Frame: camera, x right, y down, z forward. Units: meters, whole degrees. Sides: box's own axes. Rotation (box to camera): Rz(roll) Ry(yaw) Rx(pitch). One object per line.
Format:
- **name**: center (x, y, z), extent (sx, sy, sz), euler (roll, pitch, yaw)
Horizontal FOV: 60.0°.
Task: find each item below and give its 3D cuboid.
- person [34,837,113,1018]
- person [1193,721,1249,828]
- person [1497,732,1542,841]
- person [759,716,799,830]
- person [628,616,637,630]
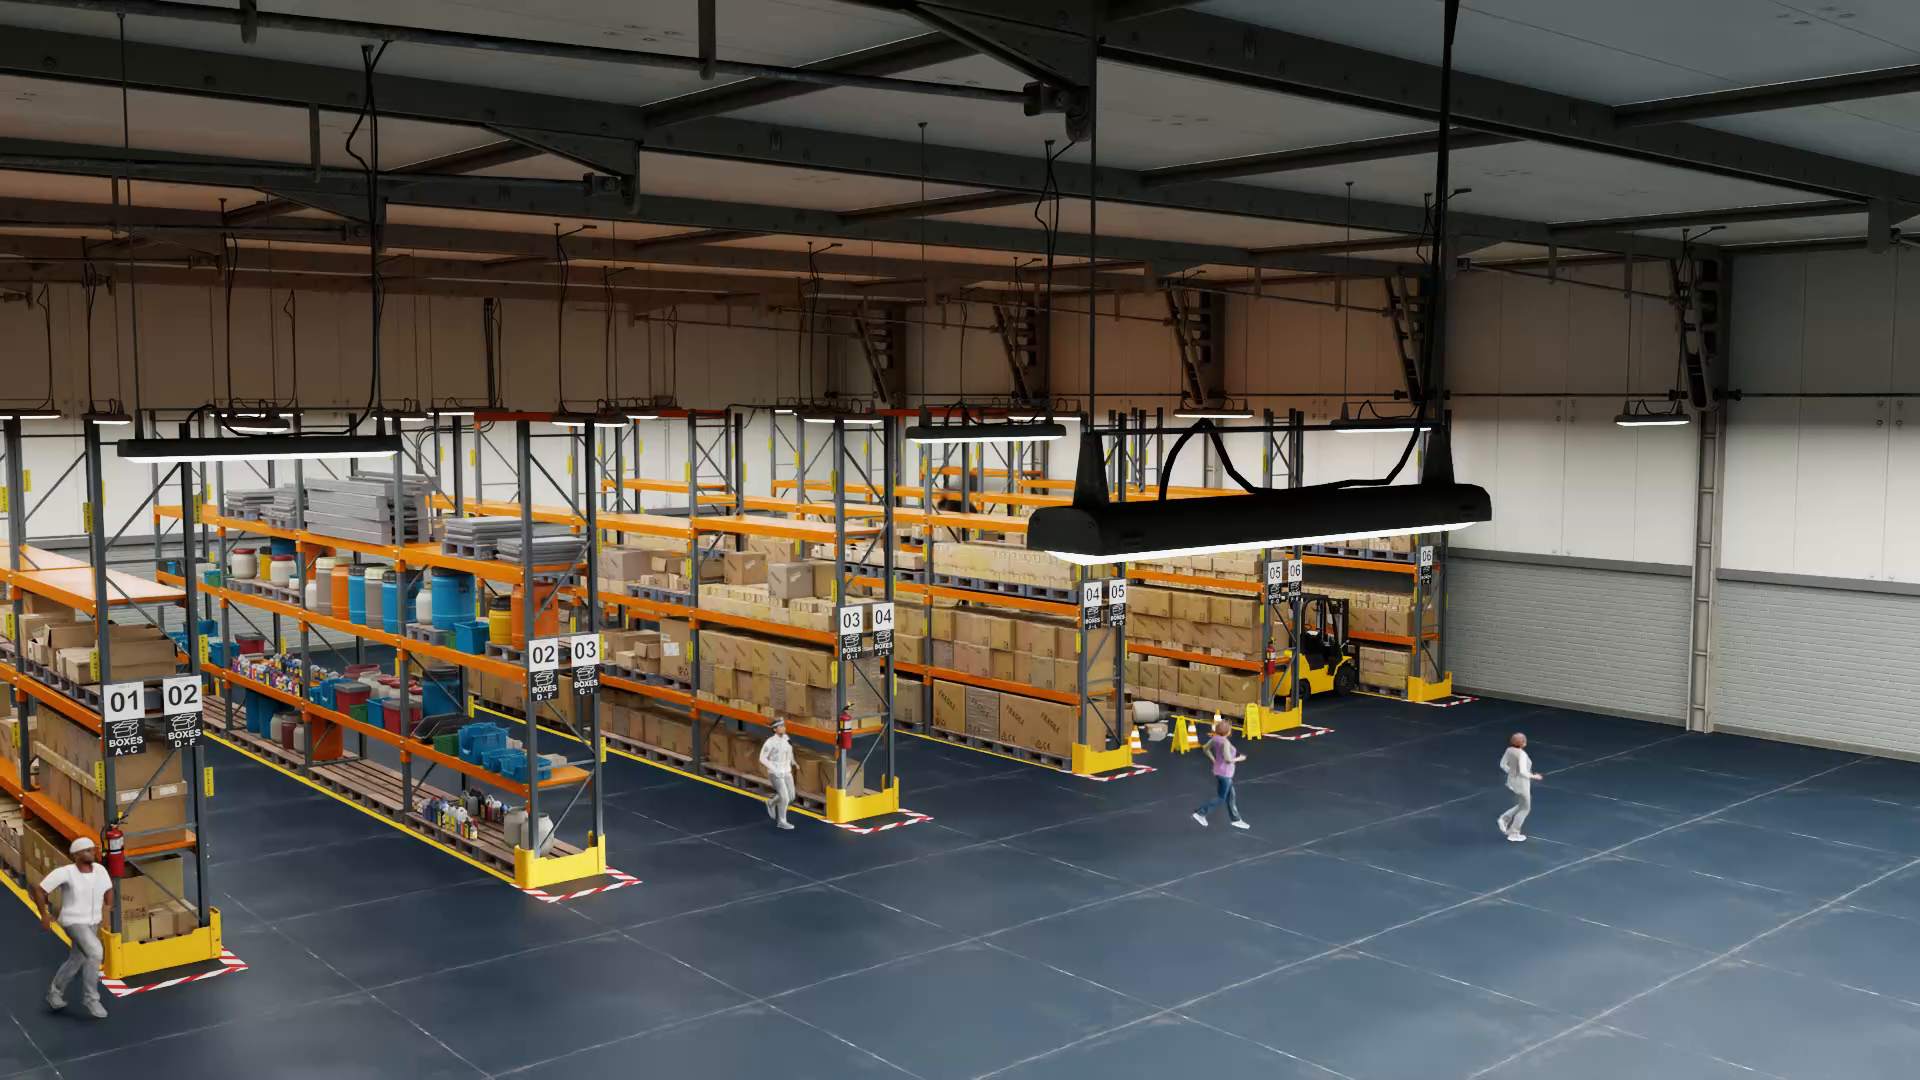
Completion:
- **person**: center (-8.994, 3.947, 17.105), extent (0.800, 1.758, 0.714), euler (1, 5, 15)
- **person**: center (3.788, 3.406, 24.031), extent (0.878, 1.590, 0.537), euler (-1, 5, -9)
- **person**: center (7.925, 3.493, 23.544), extent (0.552, 1.539, 0.530), euler (-1, 5, -11)
- **person**: center (-2.657, 3.377, 24.229), extent (0.599, 1.654, 0.606), euler (4, 6, 37)
- **person**: center (-8.178, 1.899, 41.279), extent (0.483, 1.621, 0.611), euler (0, 5, -5)
